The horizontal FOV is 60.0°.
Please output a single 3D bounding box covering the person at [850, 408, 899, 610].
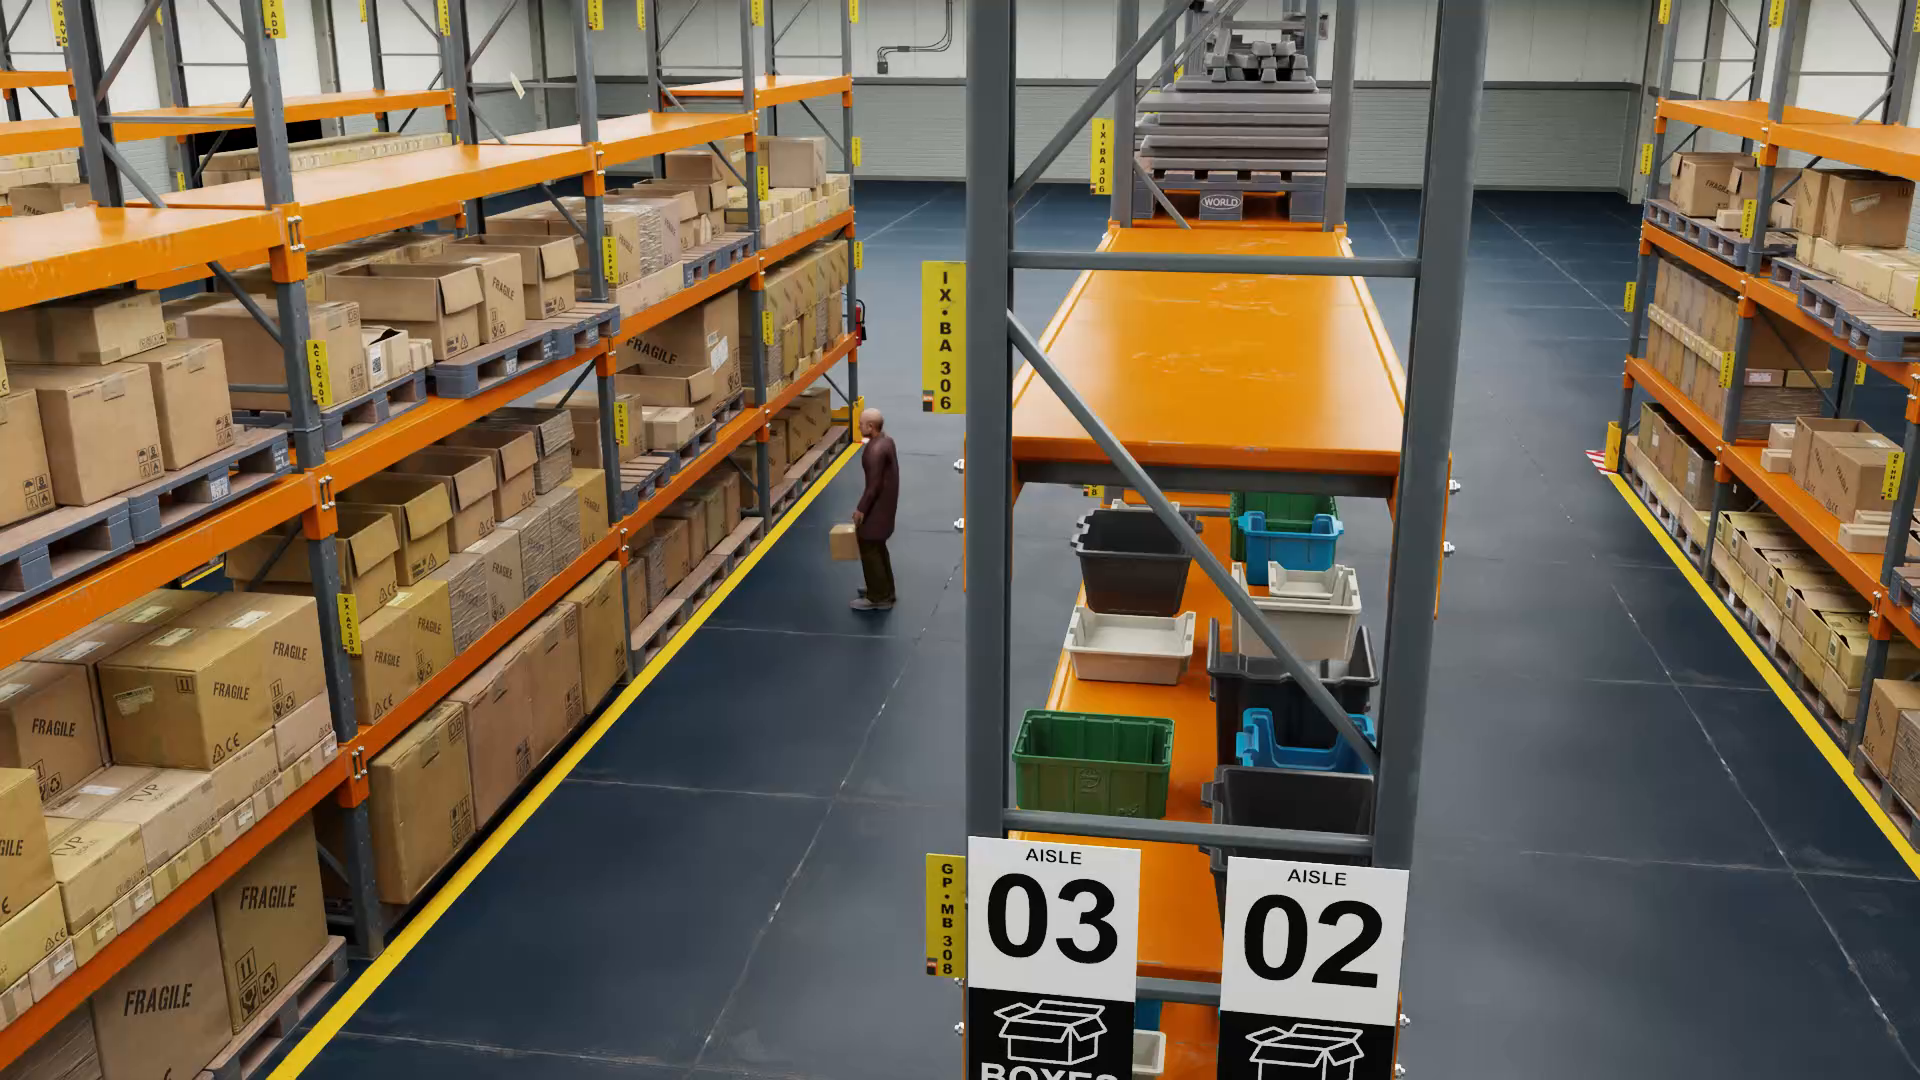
[{"bbox_3d":[-0.742,-0.279,14.462,0.424,1.778,0.589,2,18,7],"label":"person"}]
